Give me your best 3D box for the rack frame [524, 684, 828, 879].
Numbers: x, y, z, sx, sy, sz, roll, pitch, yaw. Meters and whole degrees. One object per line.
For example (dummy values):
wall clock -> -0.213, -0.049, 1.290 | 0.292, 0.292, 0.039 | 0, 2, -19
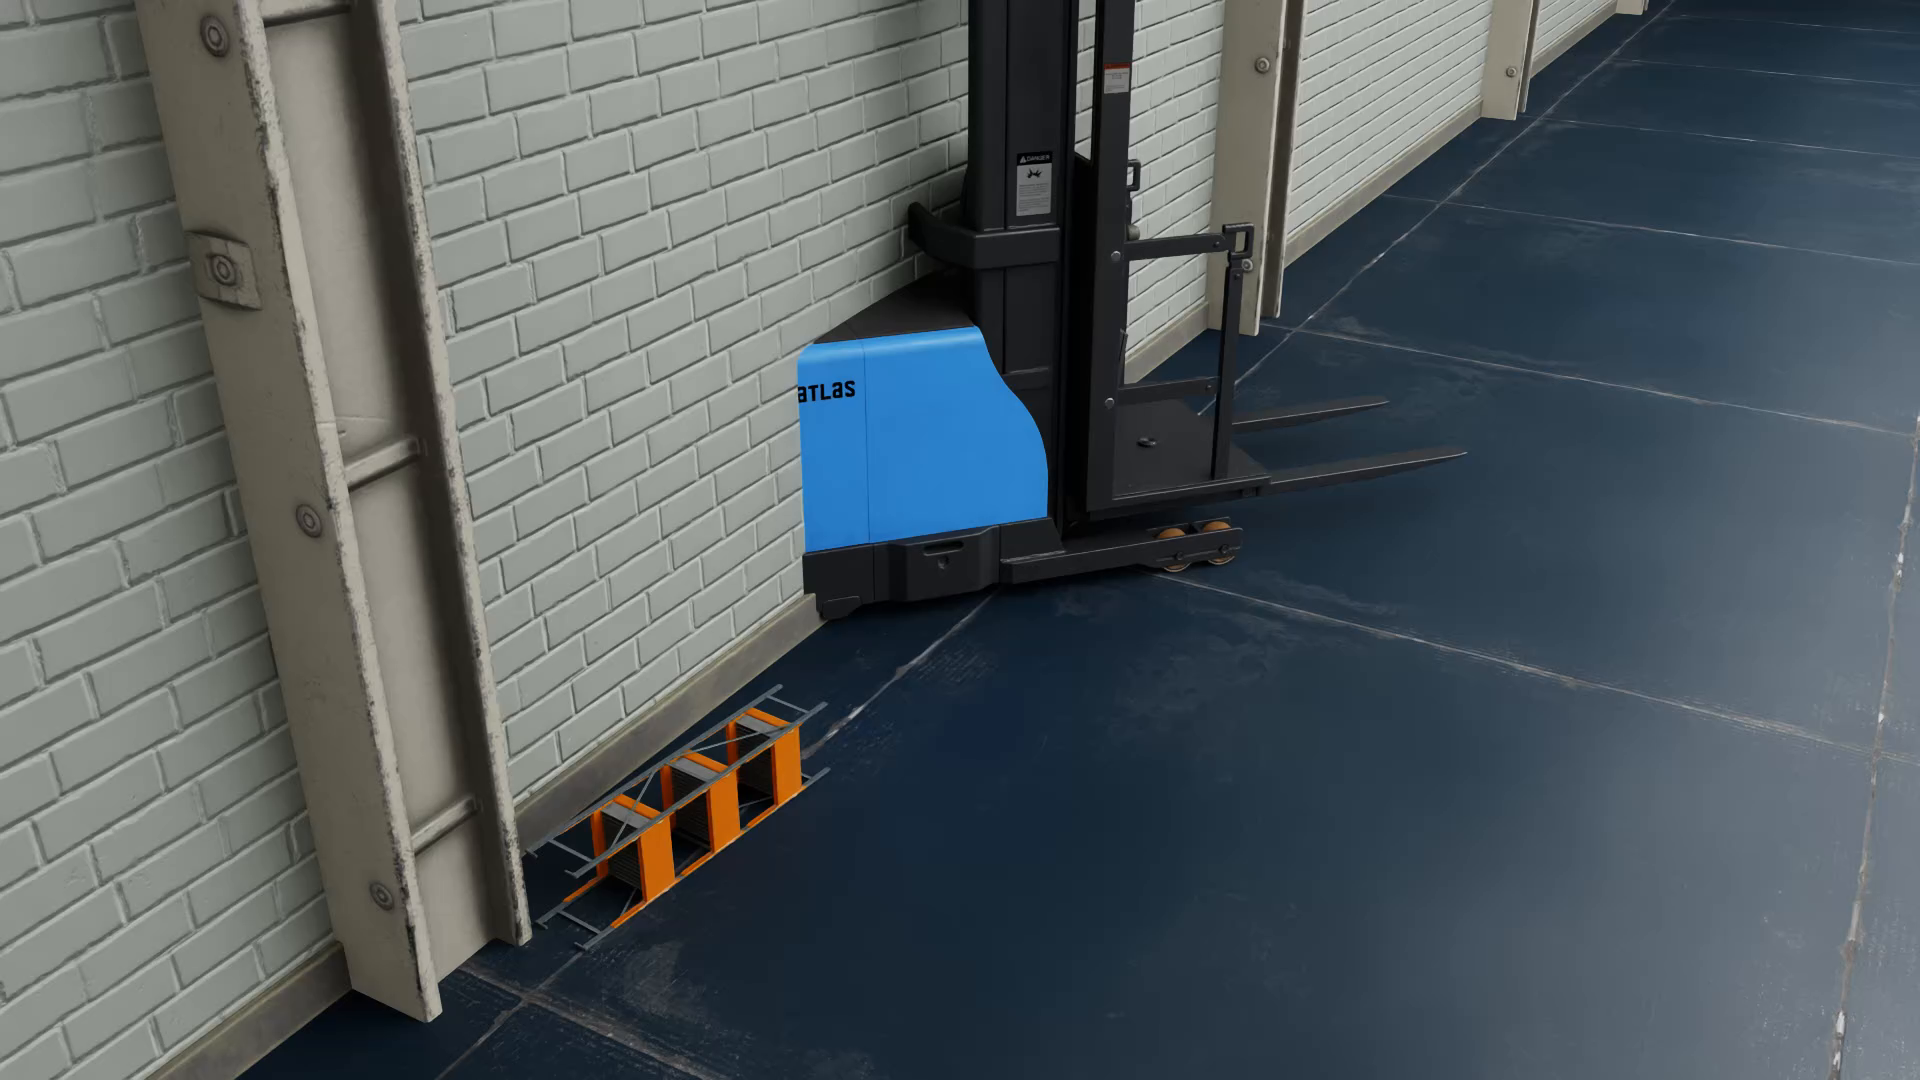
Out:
rack frame -> -0.796, 0.677, 4.837 | 0.200, 0.008, 1.050 | 18, 31, 31

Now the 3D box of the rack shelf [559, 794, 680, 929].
rack shelf -> -0.962, 0.891, 4.681 | 0.215, 0.240, 0.259 | 18, 31, 31

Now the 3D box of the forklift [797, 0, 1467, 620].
forklift -> 0.591, -1.400, 6.273 | 3.031, 2.935, 1.130 | -9, 28, -17

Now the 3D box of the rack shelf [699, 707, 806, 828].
rack shelf -> -0.638, 0.686, 5.091 | 0.215, 0.240, 0.259 | 18, 31, 31

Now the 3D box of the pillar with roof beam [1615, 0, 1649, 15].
pillar with roof beam -> 11.200, -8.960, 14.596 | 9.100, 9.000, 0.400 | 14, 30, 26

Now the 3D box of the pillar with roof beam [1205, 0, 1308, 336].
pillar with roof beam -> 5.296, -4.283, 5.254 | 9.100, 9.000, 0.400 | 14, 30, 26

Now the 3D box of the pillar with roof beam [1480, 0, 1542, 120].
pillar with roof beam -> 8.248, -6.622, 9.925 | 9.100, 9.000, 0.400 | 14, 30, 26

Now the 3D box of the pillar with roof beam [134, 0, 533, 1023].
pillar with roof beam -> 2.345, -1.945, 0.583 | 9.100, 9.000, 0.400 | 14, 30, 26

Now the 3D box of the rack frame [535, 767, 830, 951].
rack frame -> -0.796, 0.895, 4.946 | 0.200, 0.008, 1.050 | 18, 31, 31

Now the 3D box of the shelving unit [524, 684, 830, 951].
shelving unit -> -0.796, 0.786, 4.892 | 0.215, 0.252, 1.050 | 18, 31, 31

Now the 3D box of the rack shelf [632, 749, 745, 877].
rack shelf -> -0.802, 0.790, 4.884 | 0.215, 0.240, 0.259 | 18, 31, 31
